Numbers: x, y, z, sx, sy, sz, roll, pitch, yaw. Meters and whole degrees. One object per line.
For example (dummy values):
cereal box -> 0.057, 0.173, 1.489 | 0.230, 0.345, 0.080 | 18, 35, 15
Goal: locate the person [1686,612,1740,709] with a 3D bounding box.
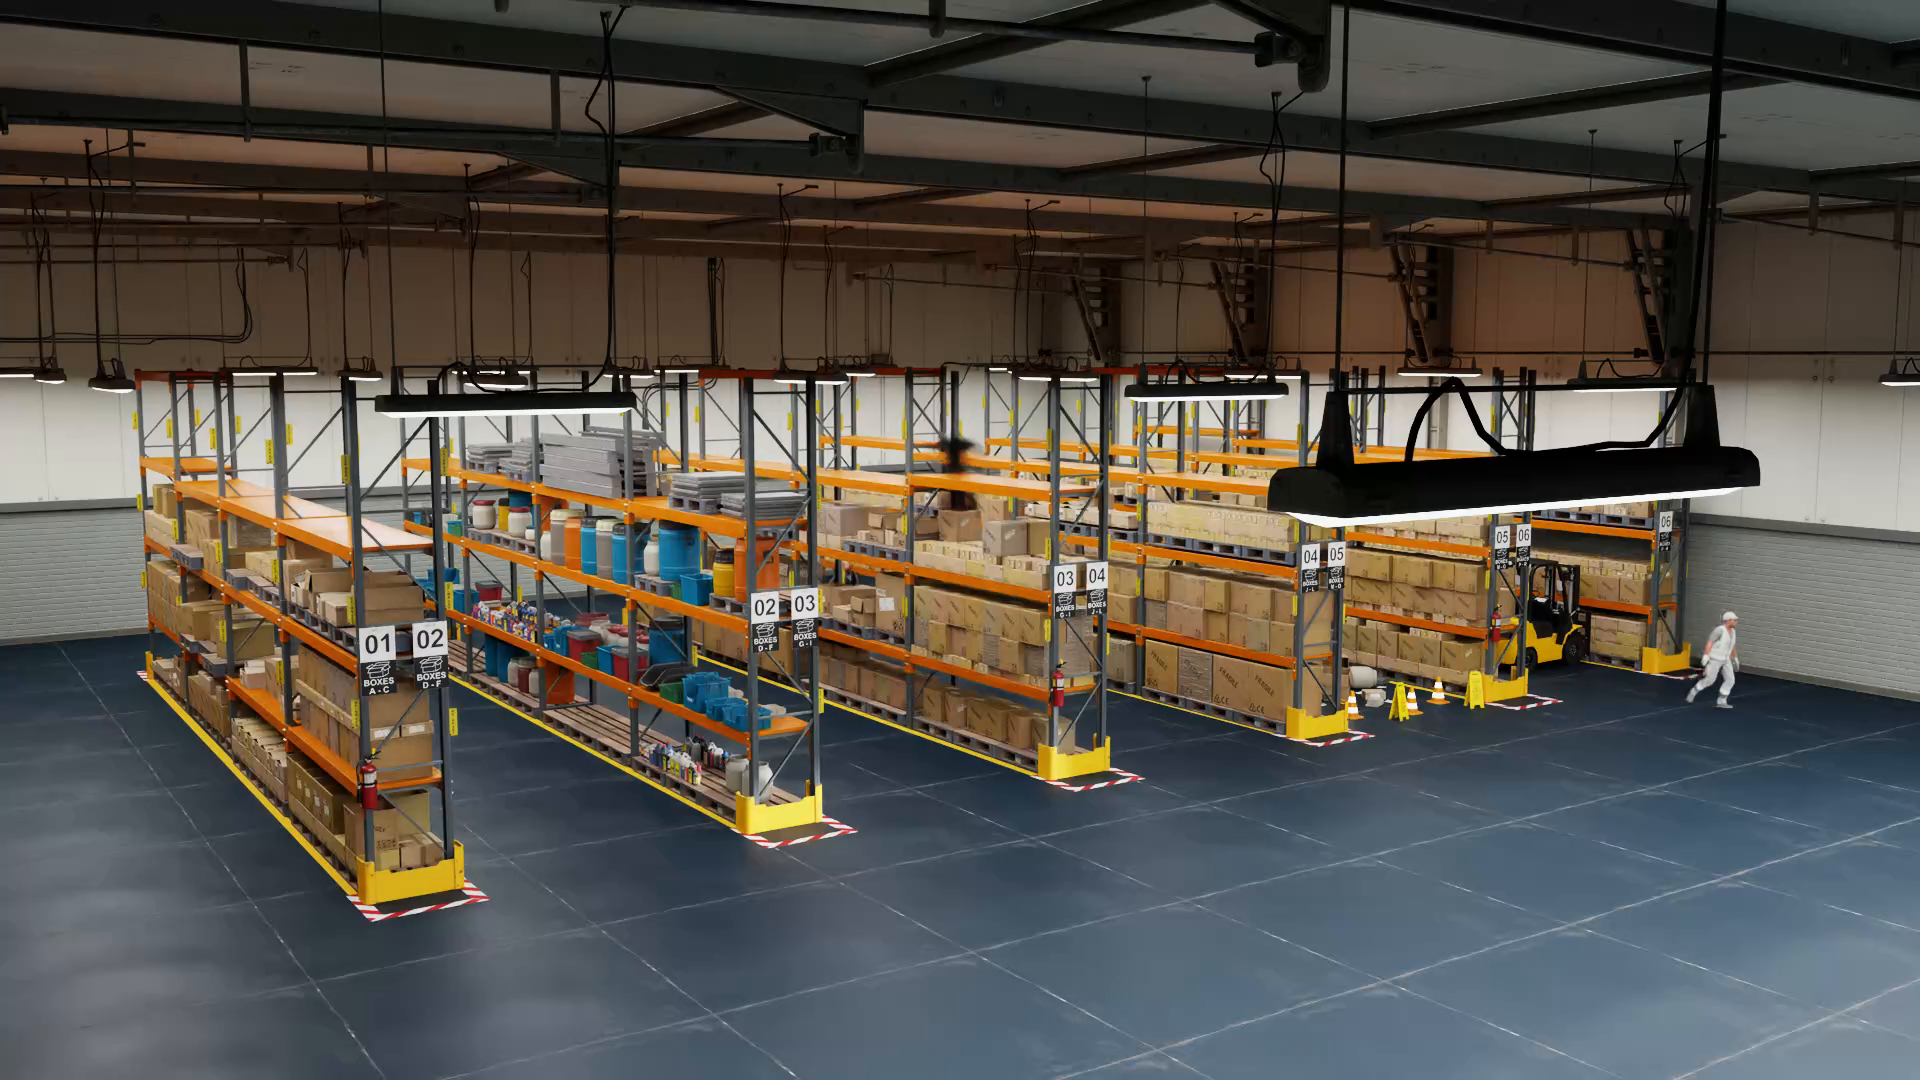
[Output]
person -> 13.468, 2.122, 29.707 | 0.774, 1.732, 0.778 | -4, 8, -31

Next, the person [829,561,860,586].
person -> -2.502, 1.293, 37.082 | 0.638, 1.681, 0.649 | -5, 8, -38
